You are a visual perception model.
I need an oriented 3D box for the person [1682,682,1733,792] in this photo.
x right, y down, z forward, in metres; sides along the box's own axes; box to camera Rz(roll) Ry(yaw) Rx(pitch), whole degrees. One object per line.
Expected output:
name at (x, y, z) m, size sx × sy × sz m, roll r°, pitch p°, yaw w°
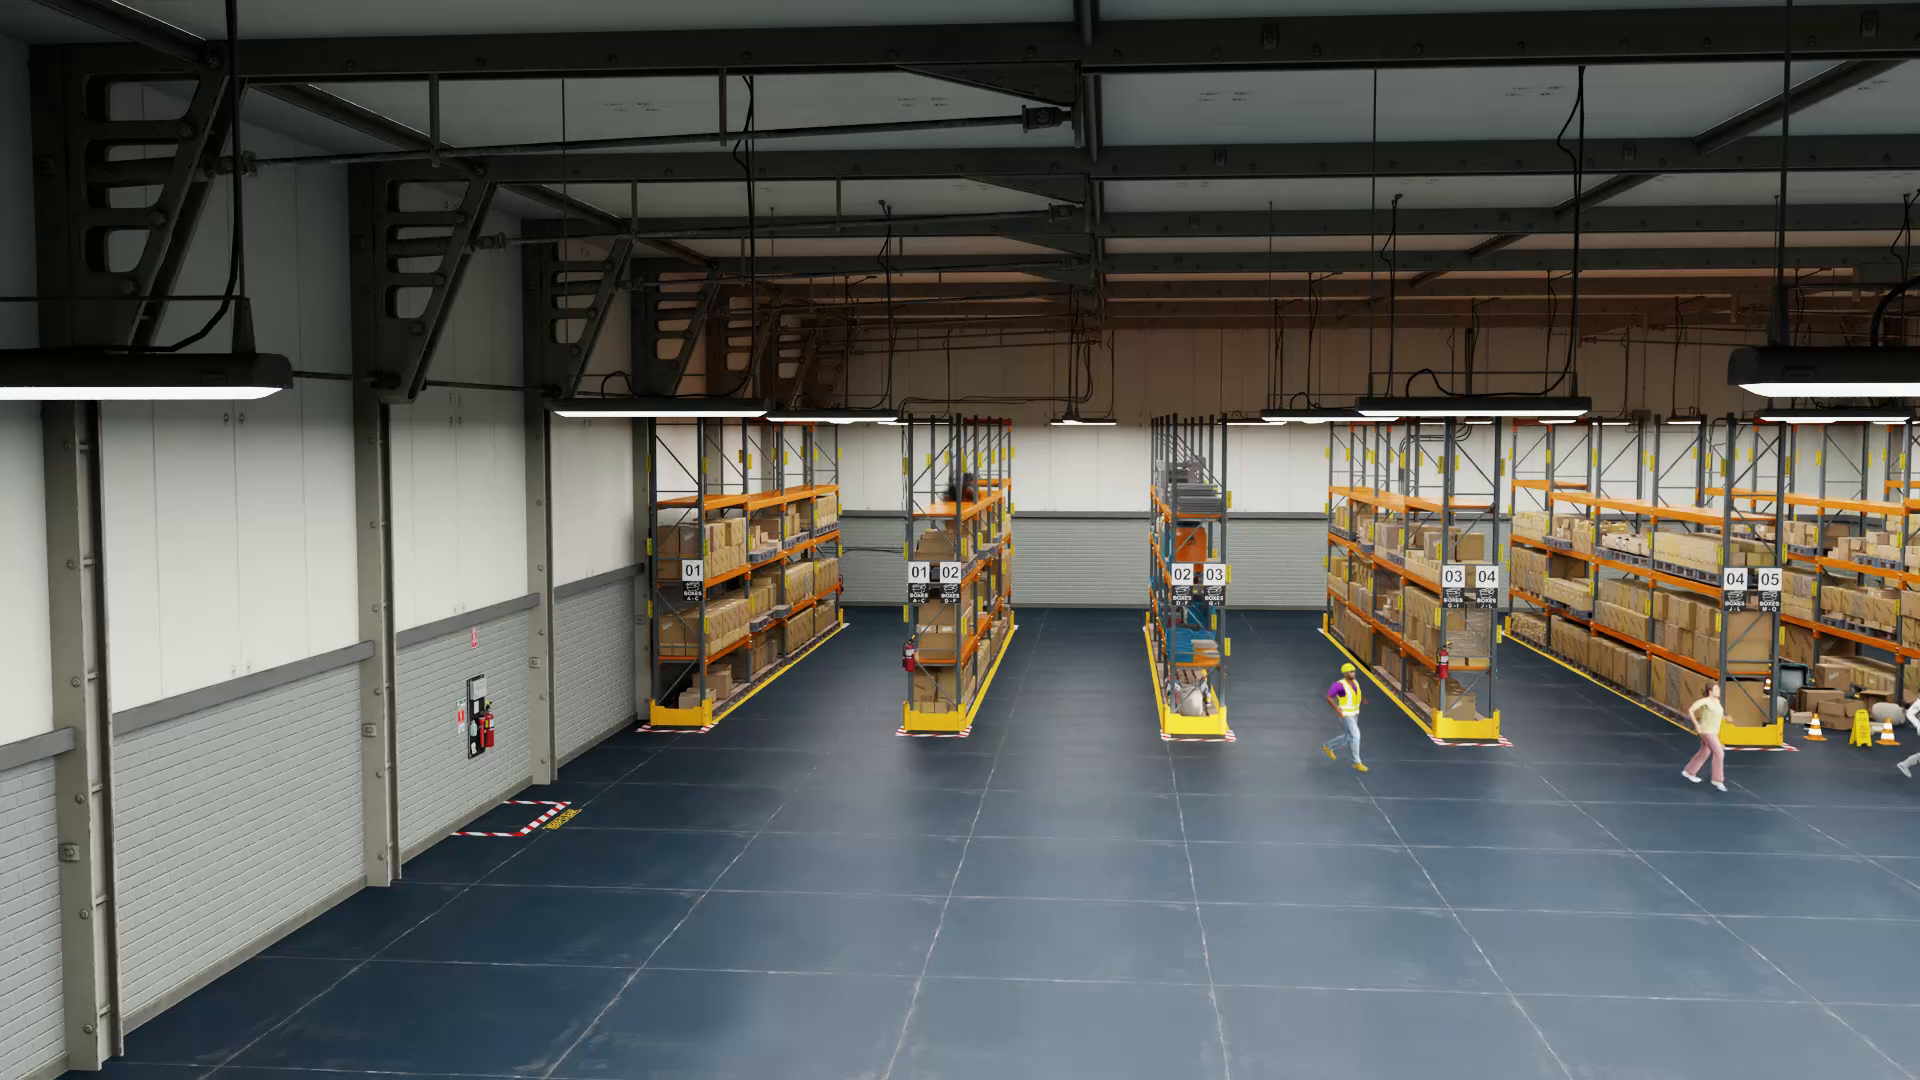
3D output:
person at (11.923, 3.105, 26.527) m, size 0.564 × 1.716 × 0.775 m, roll -4°, pitch 5°, yaw -45°

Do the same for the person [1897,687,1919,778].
person at (15.460, 3.091, 26.587) m, size 0.603 × 1.710 × 0.860 m, roll -2°, pitch 4°, yaw -31°

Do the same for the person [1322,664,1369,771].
person at (6.530, 2.956, 28.042) m, size 0.887 × 1.774 × 0.686 m, roll 4°, pitch 5°, yaw 43°
